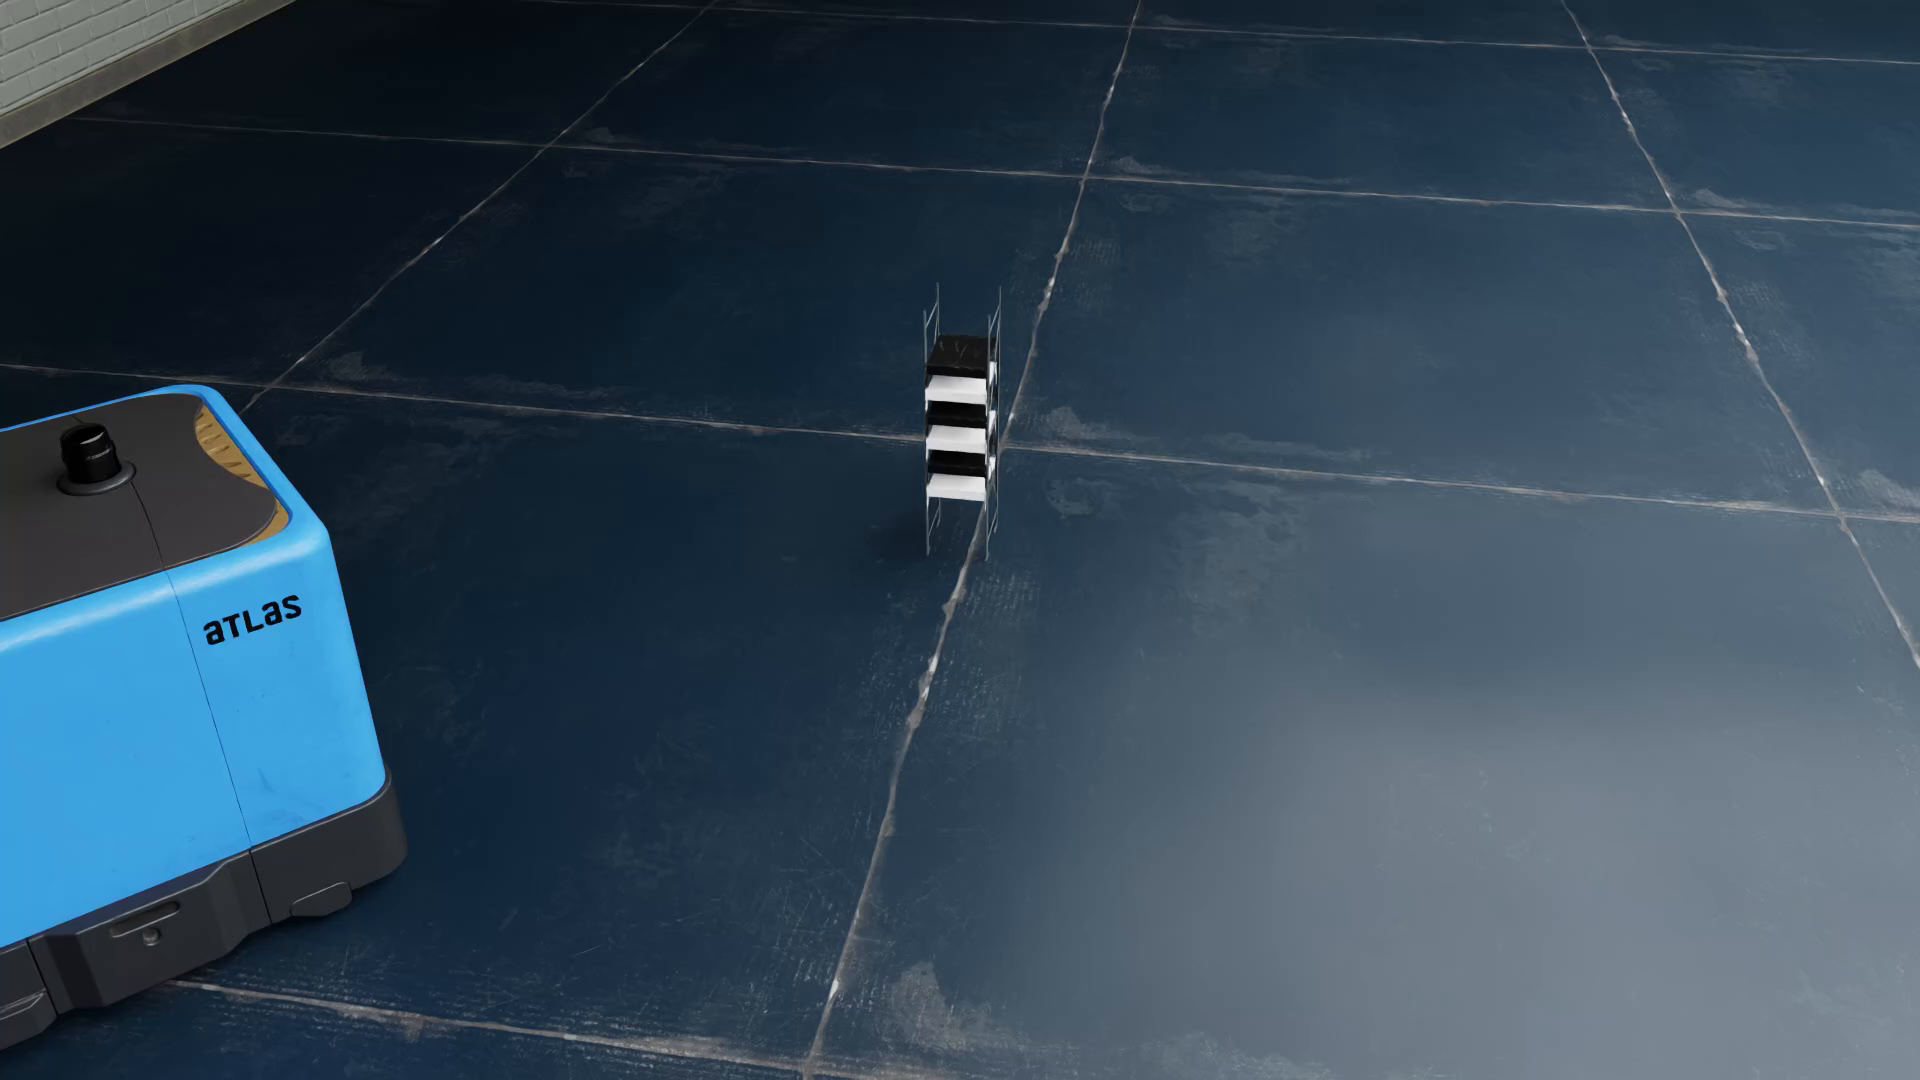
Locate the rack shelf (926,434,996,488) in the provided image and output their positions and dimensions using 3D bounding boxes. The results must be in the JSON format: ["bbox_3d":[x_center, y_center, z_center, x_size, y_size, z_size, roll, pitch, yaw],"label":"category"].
[{"bbox_3d":[0.008,-0.276,5.576,0.200,0.077,0.258,5,32,8],"label":"rack shelf"}]

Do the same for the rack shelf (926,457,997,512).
[{"bbox_3d":[0.008,-0.200,5.623,0.200,0.077,0.258,5,32,8],"label":"rack shelf"}]

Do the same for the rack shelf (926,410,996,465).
[{"bbox_3d":[0.008,-0.352,5.528,0.200,0.077,0.258,5,32,8],"label":"rack shelf"}]

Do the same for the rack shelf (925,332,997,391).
[{"bbox_3d":[0.008,-0.581,5.384,0.200,0.077,0.258,5,32,8],"label":"rack shelf"}]

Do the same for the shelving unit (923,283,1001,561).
[{"bbox_3d":[0.008,-0.381,5.510,0.210,0.900,0.258,5,32,8],"label":"shelving unit"}]

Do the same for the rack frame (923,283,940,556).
[{"bbox_3d":[-0.092,-0.390,5.525,0.006,0.900,0.240,5,32,8],"label":"rack frame"}]

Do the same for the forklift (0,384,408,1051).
[{"bbox_3d":[-2.922,-0.099,3.146,3.031,2.935,1.130,-21,38,-30],"label":"forklift"}]

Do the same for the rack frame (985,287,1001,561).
[{"bbox_3d":[0.108,-0.372,5.496,0.006,0.900,0.240,5,32,8],"label":"rack frame"}]

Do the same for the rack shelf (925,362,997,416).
[{"bbox_3d":[0.008,-0.505,5.432,0.200,0.077,0.258,5,32,8],"label":"rack shelf"}]

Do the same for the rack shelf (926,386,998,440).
[{"bbox_3d":[0.008,-0.429,5.480,0.200,0.077,0.258,5,32,8],"label":"rack shelf"}]
